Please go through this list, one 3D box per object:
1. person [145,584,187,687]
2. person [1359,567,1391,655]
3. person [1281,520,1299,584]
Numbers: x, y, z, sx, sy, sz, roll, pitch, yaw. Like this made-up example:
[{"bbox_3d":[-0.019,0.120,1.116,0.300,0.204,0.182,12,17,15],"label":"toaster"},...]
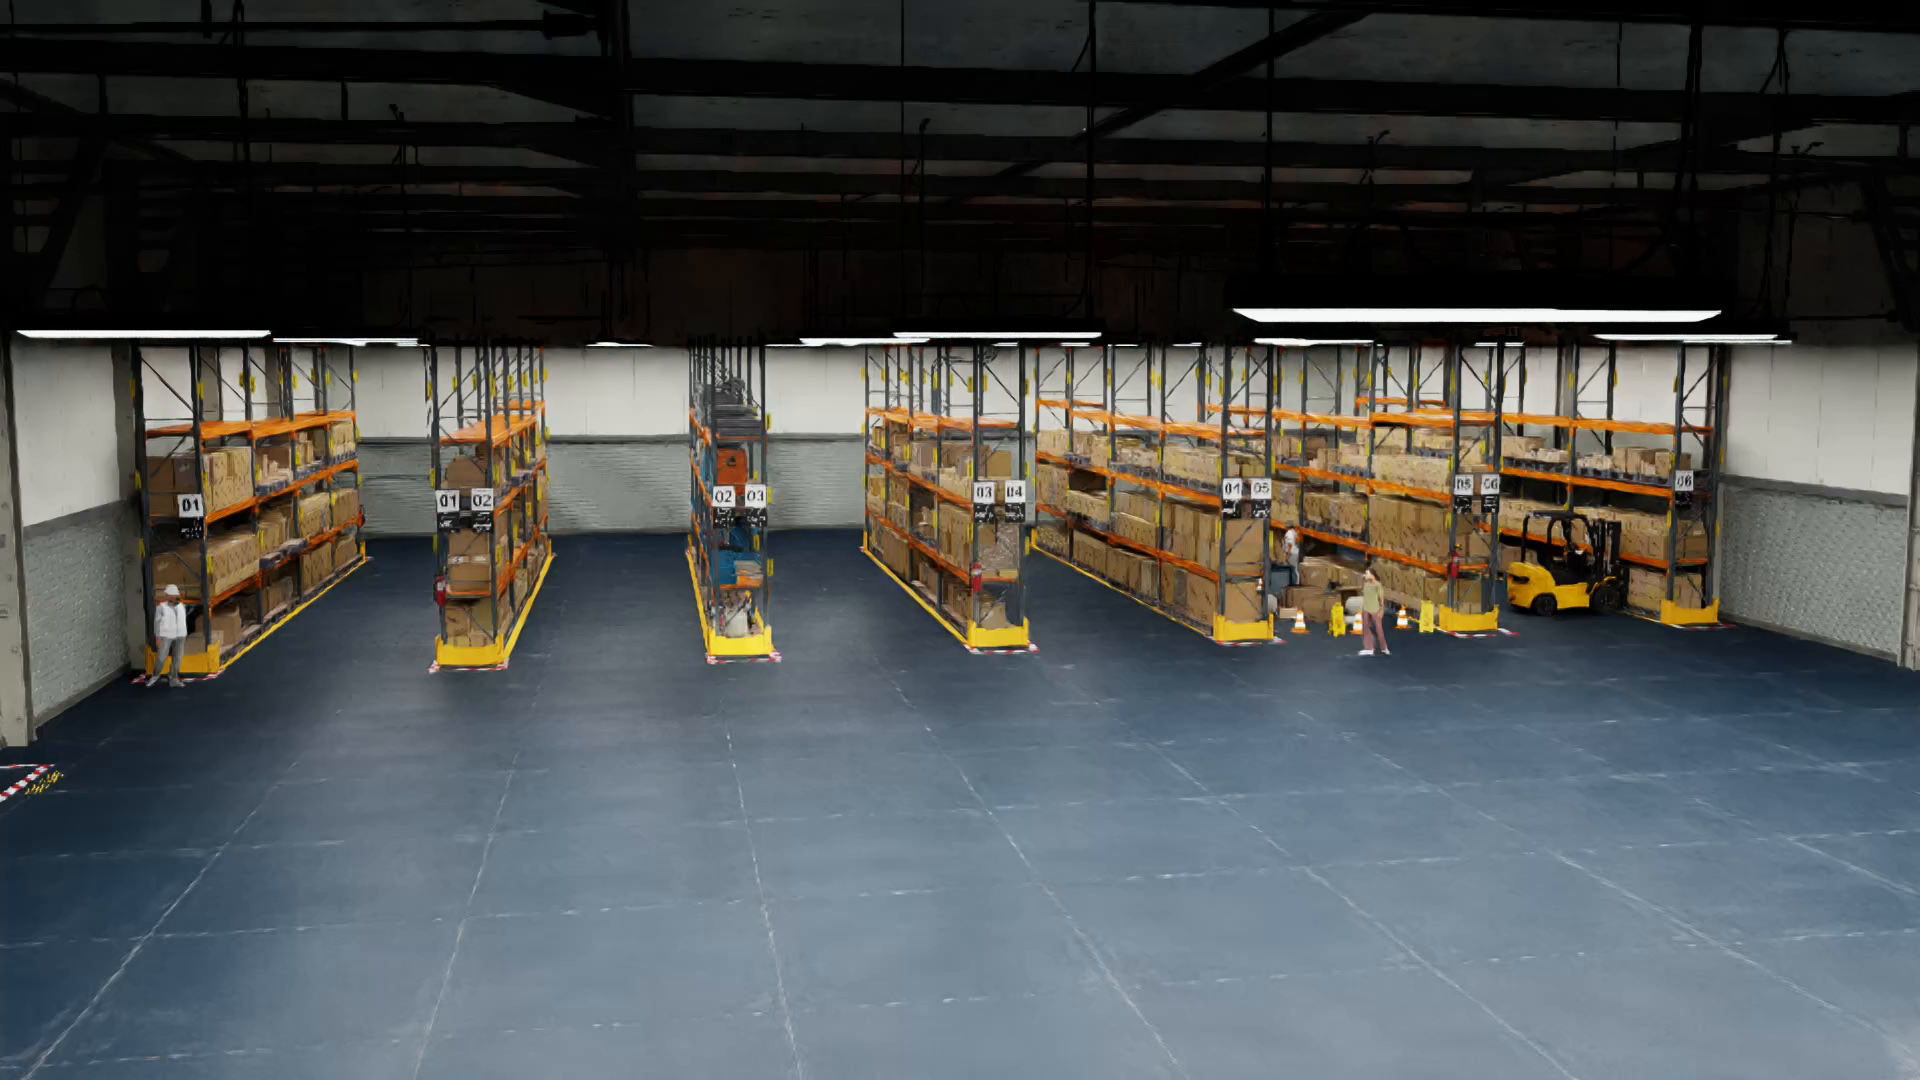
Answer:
[{"bbox_3d":[-13.430,1.625,28.135,0.514,1.761,0.690,5,8,39],"label":"person"},{"bbox_3d":[7.808,1.328,31.277,0.537,1.665,0.564,-5,8,-37],"label":"person"},{"bbox_3d":[7.839,0.354,39.612,0.542,1.657,0.582,2,7,14],"label":"person"}]
